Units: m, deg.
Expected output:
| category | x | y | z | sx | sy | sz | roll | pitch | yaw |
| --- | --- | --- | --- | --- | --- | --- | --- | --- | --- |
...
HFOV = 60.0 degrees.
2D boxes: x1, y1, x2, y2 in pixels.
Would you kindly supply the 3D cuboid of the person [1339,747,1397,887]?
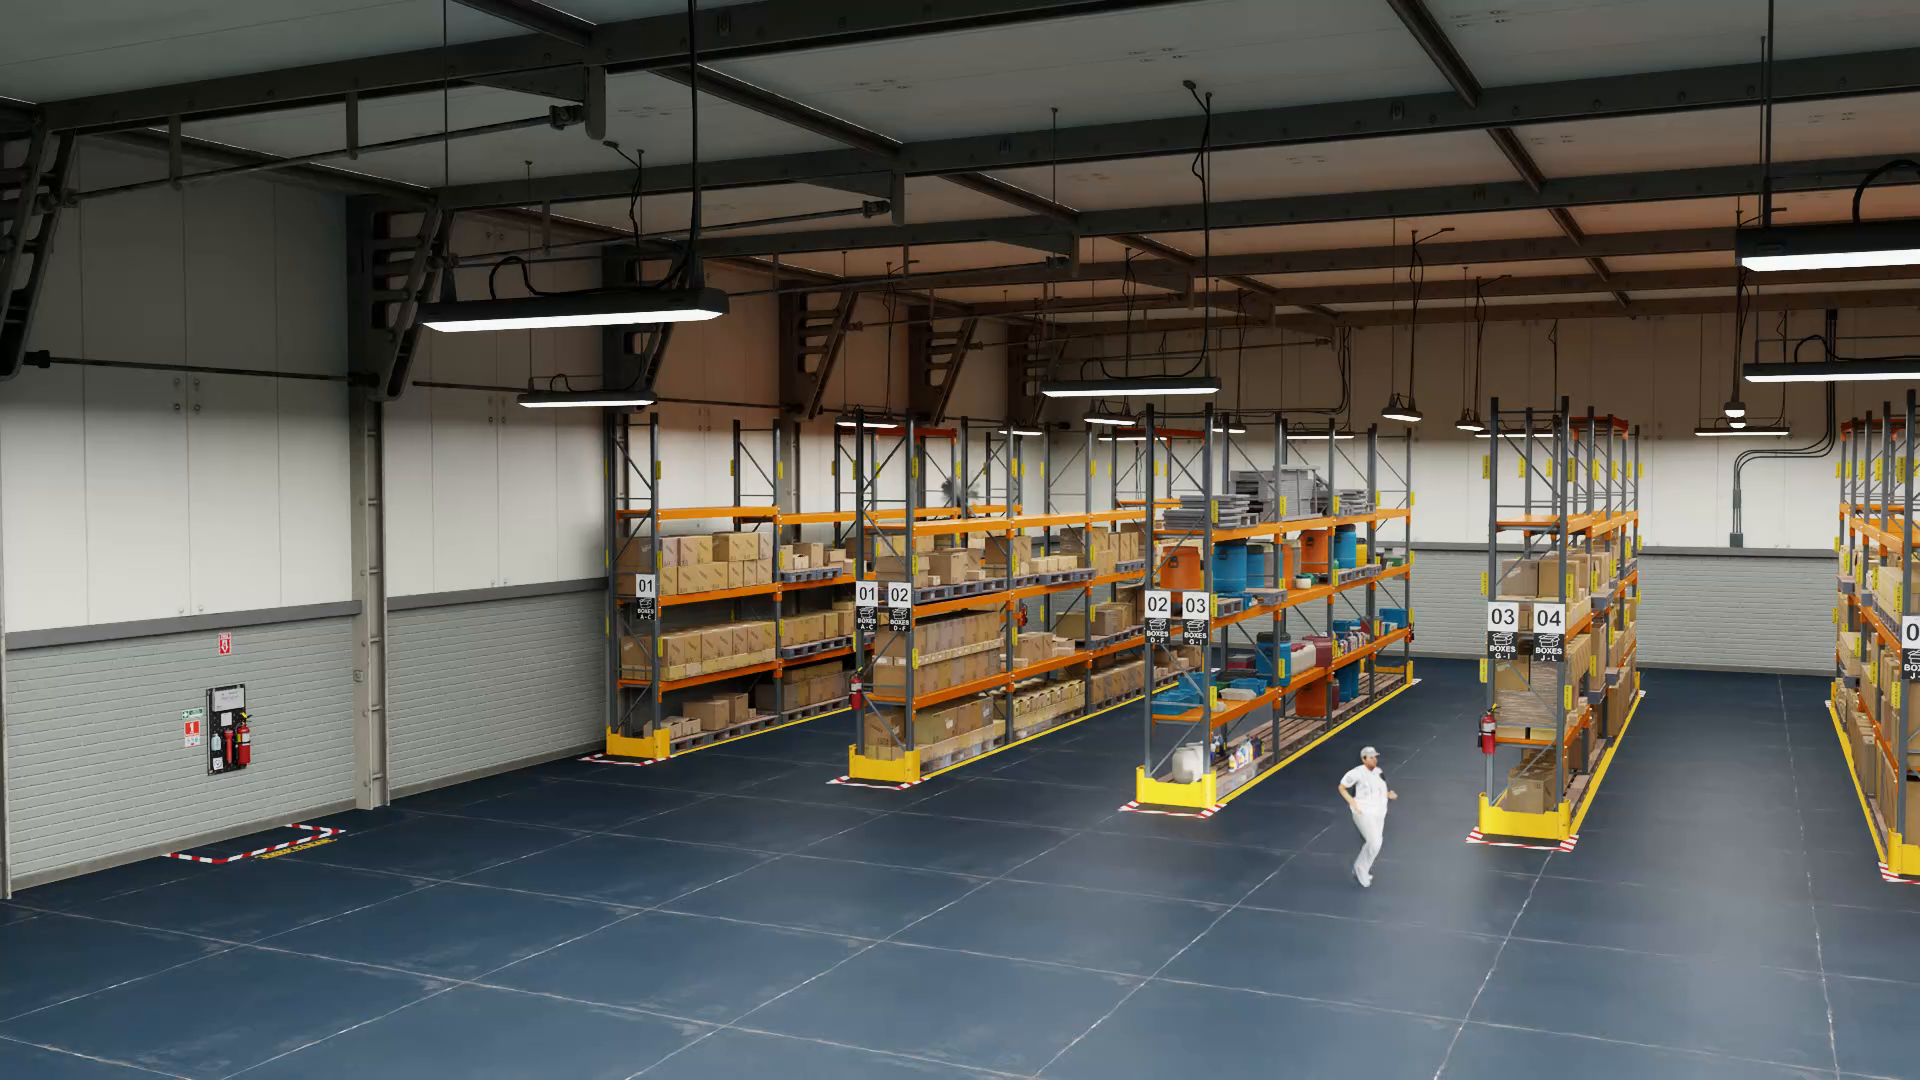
| category | x | y | z | sx | sy | sz | roll | pitch | yaw |
| --- | --- | --- | --- | --- | --- | --- | --- | --- | --- |
| person | 4.958 | 3.340 | 20.050 | 0.585 | 1.684 | 0.638 | -2 | 3 | -33 |
